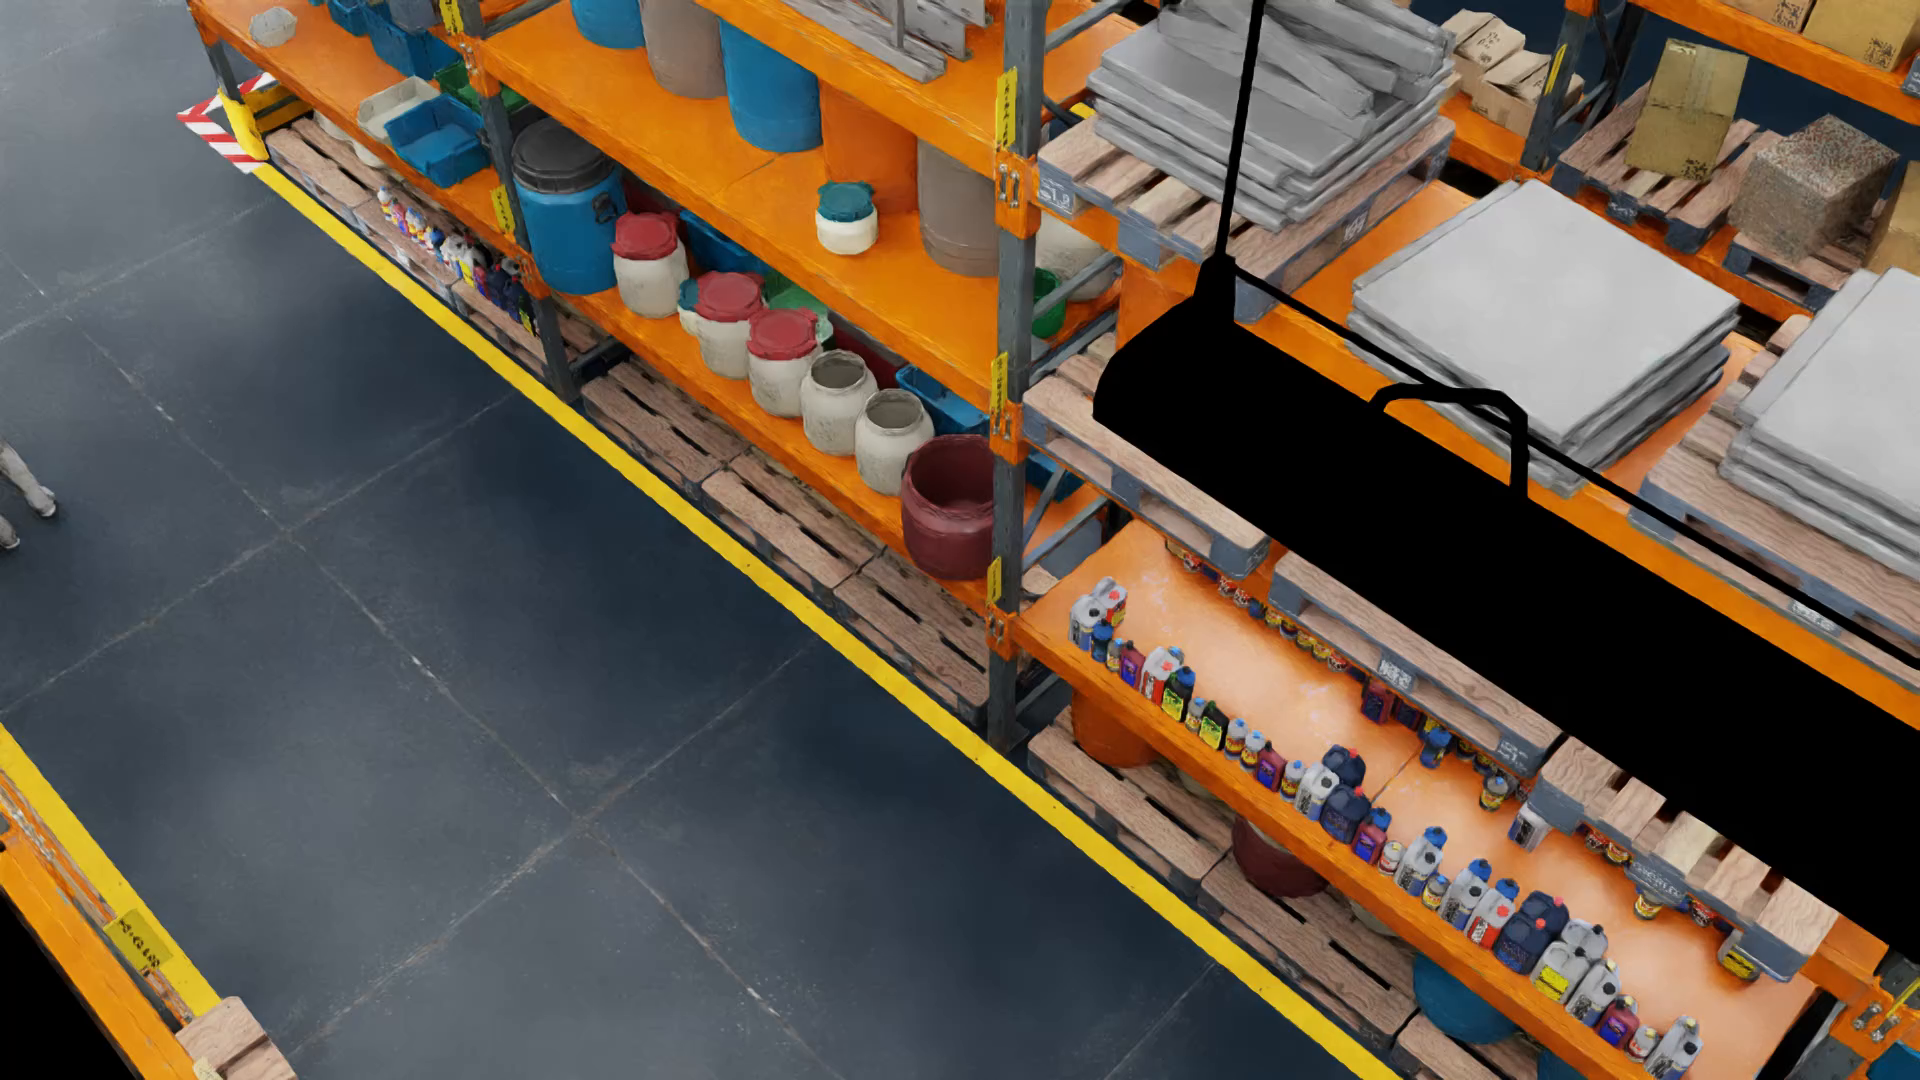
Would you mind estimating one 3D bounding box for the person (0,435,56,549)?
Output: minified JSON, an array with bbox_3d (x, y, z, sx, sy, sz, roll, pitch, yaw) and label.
[{"bbox_3d":[-5.991,-0.666,9.898,0.532,1.630,0.592,36,59,26],"label":"person"}]
